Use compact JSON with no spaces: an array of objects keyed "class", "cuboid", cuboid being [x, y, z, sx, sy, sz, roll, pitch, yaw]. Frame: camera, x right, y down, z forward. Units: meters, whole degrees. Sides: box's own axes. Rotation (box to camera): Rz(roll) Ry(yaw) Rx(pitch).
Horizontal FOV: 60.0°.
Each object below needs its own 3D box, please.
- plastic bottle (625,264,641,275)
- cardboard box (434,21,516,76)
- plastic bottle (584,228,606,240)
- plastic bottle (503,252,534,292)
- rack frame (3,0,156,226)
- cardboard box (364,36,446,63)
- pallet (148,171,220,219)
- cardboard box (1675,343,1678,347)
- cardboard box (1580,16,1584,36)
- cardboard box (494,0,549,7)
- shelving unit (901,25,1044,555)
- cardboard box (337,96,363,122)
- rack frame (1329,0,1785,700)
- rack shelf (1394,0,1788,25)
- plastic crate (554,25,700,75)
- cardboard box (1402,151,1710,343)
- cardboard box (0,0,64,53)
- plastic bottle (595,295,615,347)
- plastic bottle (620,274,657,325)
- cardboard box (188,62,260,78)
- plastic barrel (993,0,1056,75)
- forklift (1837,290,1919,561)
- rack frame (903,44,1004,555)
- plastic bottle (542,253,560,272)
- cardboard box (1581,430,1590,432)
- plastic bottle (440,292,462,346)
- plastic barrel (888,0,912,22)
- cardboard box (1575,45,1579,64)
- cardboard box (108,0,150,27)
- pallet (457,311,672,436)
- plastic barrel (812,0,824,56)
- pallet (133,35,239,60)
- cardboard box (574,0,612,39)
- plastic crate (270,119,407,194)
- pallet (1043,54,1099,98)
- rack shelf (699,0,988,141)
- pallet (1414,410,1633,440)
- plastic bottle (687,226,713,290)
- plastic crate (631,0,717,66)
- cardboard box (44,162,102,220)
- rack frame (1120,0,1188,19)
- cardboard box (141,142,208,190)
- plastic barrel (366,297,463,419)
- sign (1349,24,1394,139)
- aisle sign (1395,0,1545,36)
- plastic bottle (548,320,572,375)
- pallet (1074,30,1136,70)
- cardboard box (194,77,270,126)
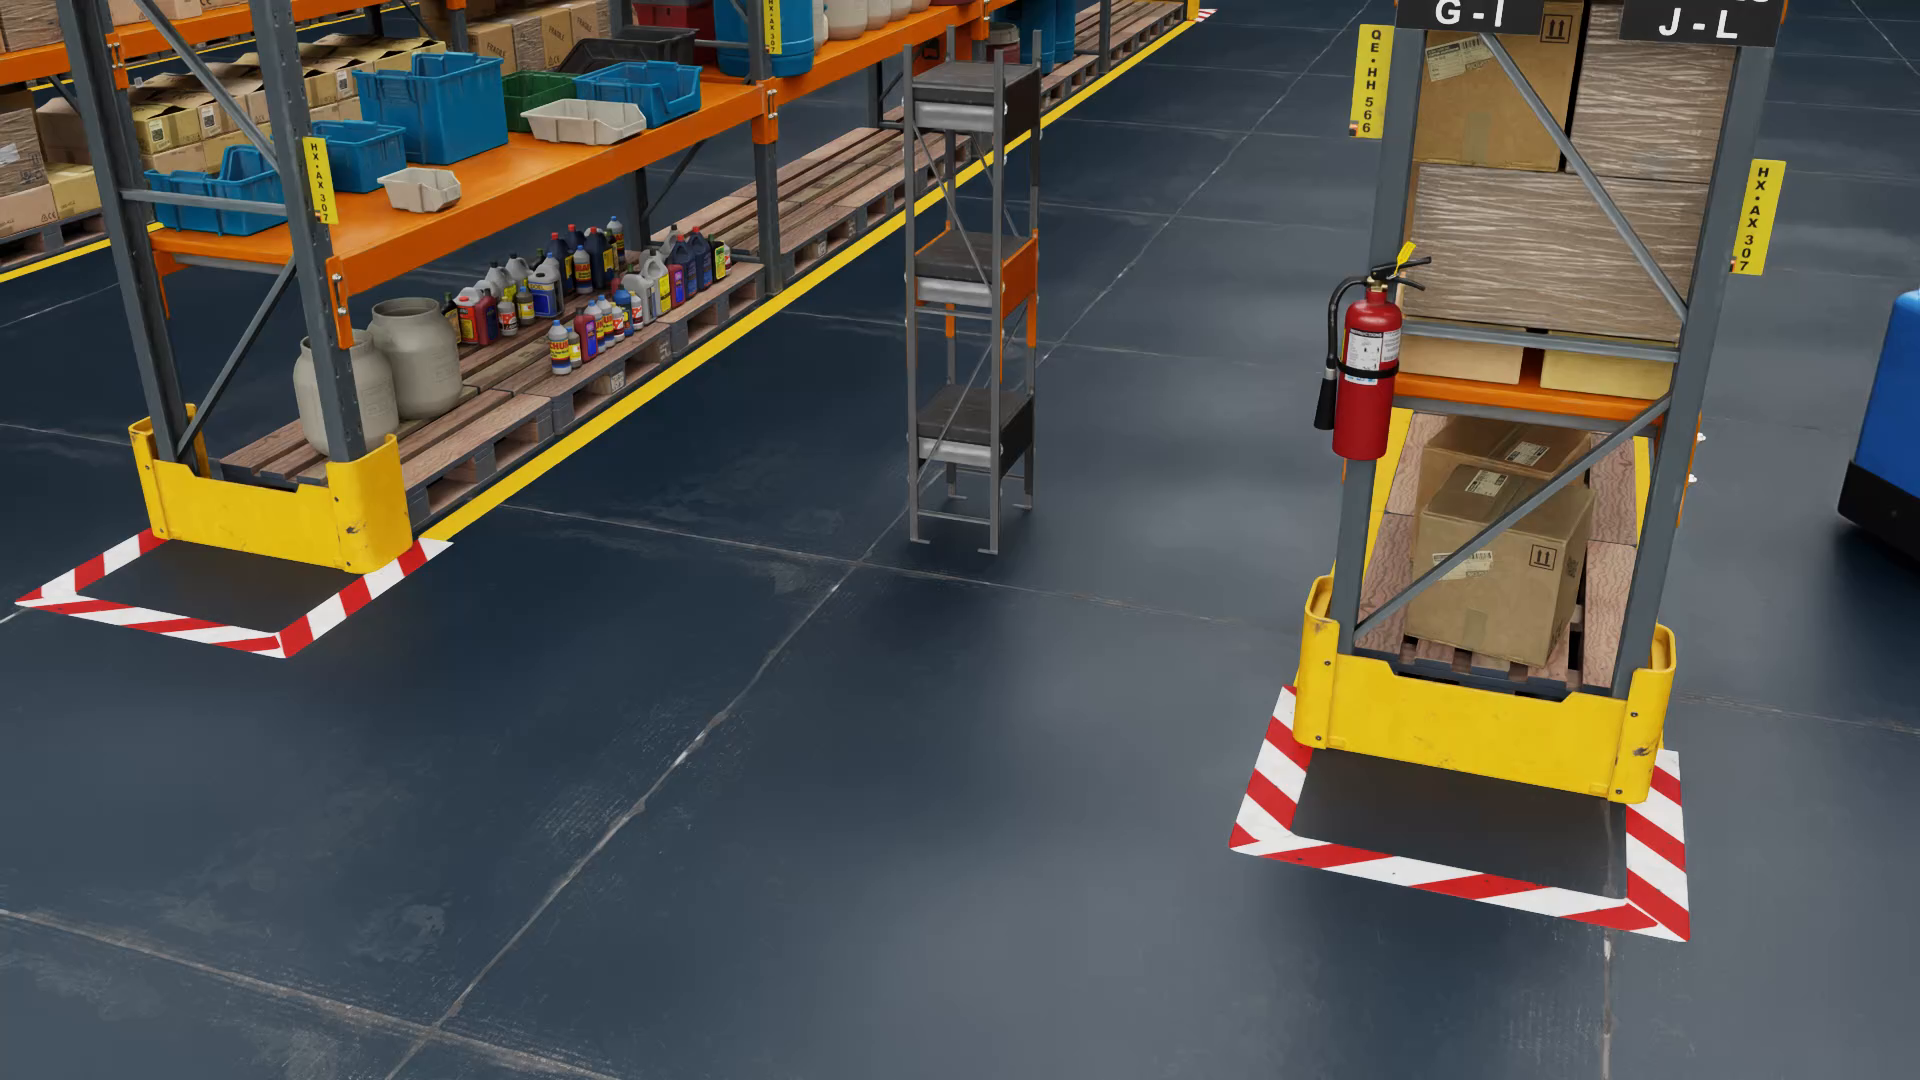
[{"class":"plastic bottle","cuboid":[-1.827,-1.423,9.359,0.061,0.283,0.133,9,27,17]},{"class":"cardboard box","cuboid":[-4.526,-4.543,15.555,0.500,0.500,0.500,10,28,20]},{"class":"plastic bottle","cuboid":[-2.209,-1.729,10.000,0.152,0.276,0.135,10,27,19]},{"class":"plastic bottle","cuboid":[-2.472,-1.443,9.323,0.144,0.351,0.185,9,27,17]},{"class":"rack frame","cuboid":[-6.278,-3.681,11.410,1.000,3.000,0.127,9,27,17]},{"class":"cardboard box","cuboid":[-4.889,-4.278,14.673,0.500,0.311,0.500,9,27,19]},{"class":"pallet","cuboid":[-6.070,-2.734,12.655,1.003,0.211,1.213,9,27,17]},{"class":"cardboard box","cuboid":[2.152,-0.668,5.477,0.380,0.149,0.250,9,27,17]},{"class":"cardboard box","cuboid":[2.840,-2.236,6.822,0.500,0.500,0.500,9,27,17]},{"class":"cardboard box","cuboid":[-4.516,-5.245,17.005,0.500,0.500,0.500,8,27,15]},{"class":"shelving unit","cuboid":[0.055,-1.013,6.933,0.431,2.100,0.503,9,27,17]},{"class":"cardboard box","cuboid":[-5.230,-3.606,13.929,0.500,0.250,0.500,9,27,19]},{"class":"rack frame","cuboid":[1.731,-0.599,5.045,1.000,3.000,0.127,9,27,17]},{"class":"rack shelf","cuboid":[2.397,-2.447,6.246,1.077,0.370,4.000,9,27,17]},{"class":"plastic crate","cuboid":[-1.902,-2.736,9.531,0.767,0.338,0.504,9,27,17]},{"class":"cardboard box","cuboid":[1.940,-1.000,5.417,0.875,0.500,0.500,9,27,17]},{"class":"cardboard box","cuboid":[-6.420,-3.543,11.010,0.700,0.500,0.500,8,27,16]},{"class":"plastic bottle","cuboid":[-1.895,-1.169,8.849,0.097,0.271,0.097,0,26,0]},{"class":"plastic bottle","cuboid":[-1.780,-1.349,9.215,0.152,0.276,0.135,9,27,18]},{"class":"cardboard box","cuboid":[-5.907,-3.718,13.517,0.500,0.311,0.500,8,27,17]},{"class":"plastic barrel","cuboid":[0.621,-4.981,16.022,0.600,0.901,0.708,9,27,17]},{"class":"forklift","cuboid":[5.447,-1.332,6.638,3.031,2.935,1.130,-6,26,-12]},{"class":"rack frame","cuboid":[-0.026,-0.913,6.726,0.400,2.100,0.015,9,27,17]},{"class":"plastic bottle","cuboid":[-2.345,-1.516,9.565,0.097,0.271,0.097,0,26,0]},{"class":"cardboard box","cuboid":[2.576,-0.645,7.527,0.500,0.500,0.500,6,27,13]},{"class":"plastic bottle","cuboid":[-2.720,-1.162,8.819,0.061,0.283,0.133,9,27,19]},{"class":"plastic barrel","cuboid":[-0.558,-4.028,12.000,0.421,0.512,0.421,0,26,0]},{"class":"cardboard box","cuboid":[2.583,-1.825,7.122,0.875,0.500,0.500,9,27,17]},{"class":"cardboard box","cuboid":[-6.155,-3.822,11.874,0.500,0.250,0.500,11,28,21]},{"class":"pallet","cuboid":[-2.275,-0.933,8.935,1.003,0.211,1.213,9,27,17]},{"class":"plastic barrel","cuboid":[-1.083,-3.384,10.640,0.433,0.535,0.433,0,26,0]},{"class":"pallet","cuboid":[-8.878,-5.599,18.572,1.003,0.211,1.213,9,27,17]},{"class":"cardboard box","cuboid":[-3.850,-5.389,17.302,0.500,0.500,0.500,9,27,18]},{"class":"plastic crate","cuboid":[-2.833,-1.765,7.625,0.499,0.251,0.408,9,27,17]},{"class":"pallet","cuboid":[0.758,-4.683,16.679,1.003,0.211,1.213,9,27,17]},{"class":"rack shelf","cuboid":[-0.943,-3.459,11.778,1.077,0.370,4.000,9,27,17]},{"class":"pallet","cuboid":[2.872,-0.707,8.467,1.003,0.211,1.213,9,27,17]},{"class":"plastic bottle","cuboid":[-1.551,-1.660,9.772,0.144,0.351,0.185,8,27,16]},{"class":"plastic crate","cuboid":[-1.736,-3.233,10.412,0.402,0.464,0.583,9,27,17]},{"class":"cardboard box","cuboid":[-6.226,-2.410,11.459,0.500,0.250,0.500,9,27,17]},{"class":"rack frame","cuboid":[2.385,-7.892,20.109,1.000,3.000,0.127,9,27,17]},{"class":"cardboard box","cuboid":[-5.910,-2.762,12.186,0.500,0.250,0.500,8,27,16]},{"class":"plastic barrel","cuboid":[-2.626,-0.874,7.986,0.421,0.512,0.421,0,26,0]},{"class":"sign","cuboid":[1.215,-1.351,4.907,0.100,0.325,0.005,9,27,17]},{"class":"aisle sign","cuboid":[1.428,-1.787,4.516,0.394,0.787,0.004,9,27,17]},{"class":"plastic bottle","cuboid":[-2.042,-0.987,8.473,0.097,0.271,0.097,0,26,0]},{"class":"pallet","cuboid":[1.262,-5.301,17.957,1.003,0.211,1.213,9,27,17]},{"class":"cardboard box","cuboid":[-5.563,-3.436,12.935,0.500,0.311,0.500,8,27,16]}]
